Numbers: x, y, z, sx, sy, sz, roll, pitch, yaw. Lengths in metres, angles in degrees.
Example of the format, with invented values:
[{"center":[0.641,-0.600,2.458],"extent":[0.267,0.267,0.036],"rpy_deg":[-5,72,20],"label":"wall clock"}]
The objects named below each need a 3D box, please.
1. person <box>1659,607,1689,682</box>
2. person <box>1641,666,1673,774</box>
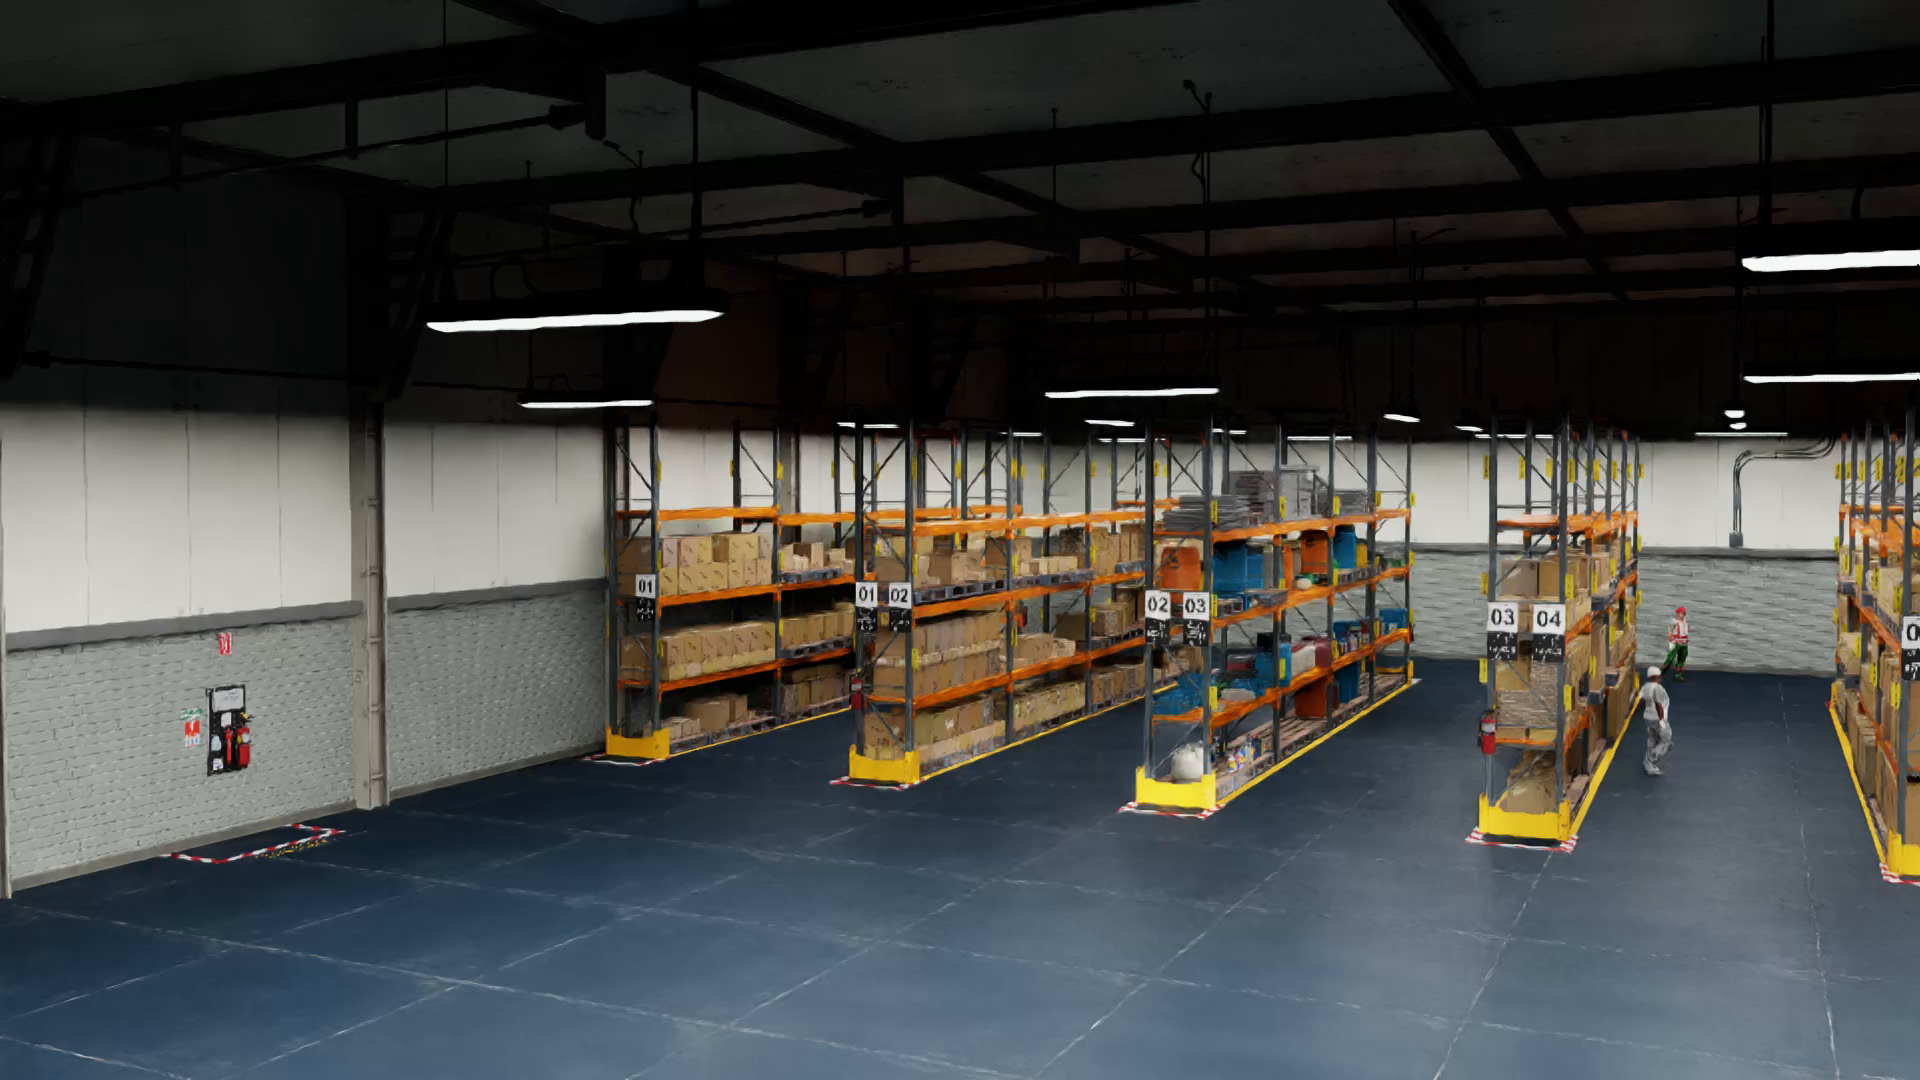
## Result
[{"center":[16.901,2.458,39.387],"extent":[0.736,1.778,0.526],"rpy_deg":[-1,2,-15],"label":"person"},{"center":[11.400,2.960,27.298],"extent":[0.446,1.780,0.605],"rpy_deg":[0,2,-2],"label":"person"}]
